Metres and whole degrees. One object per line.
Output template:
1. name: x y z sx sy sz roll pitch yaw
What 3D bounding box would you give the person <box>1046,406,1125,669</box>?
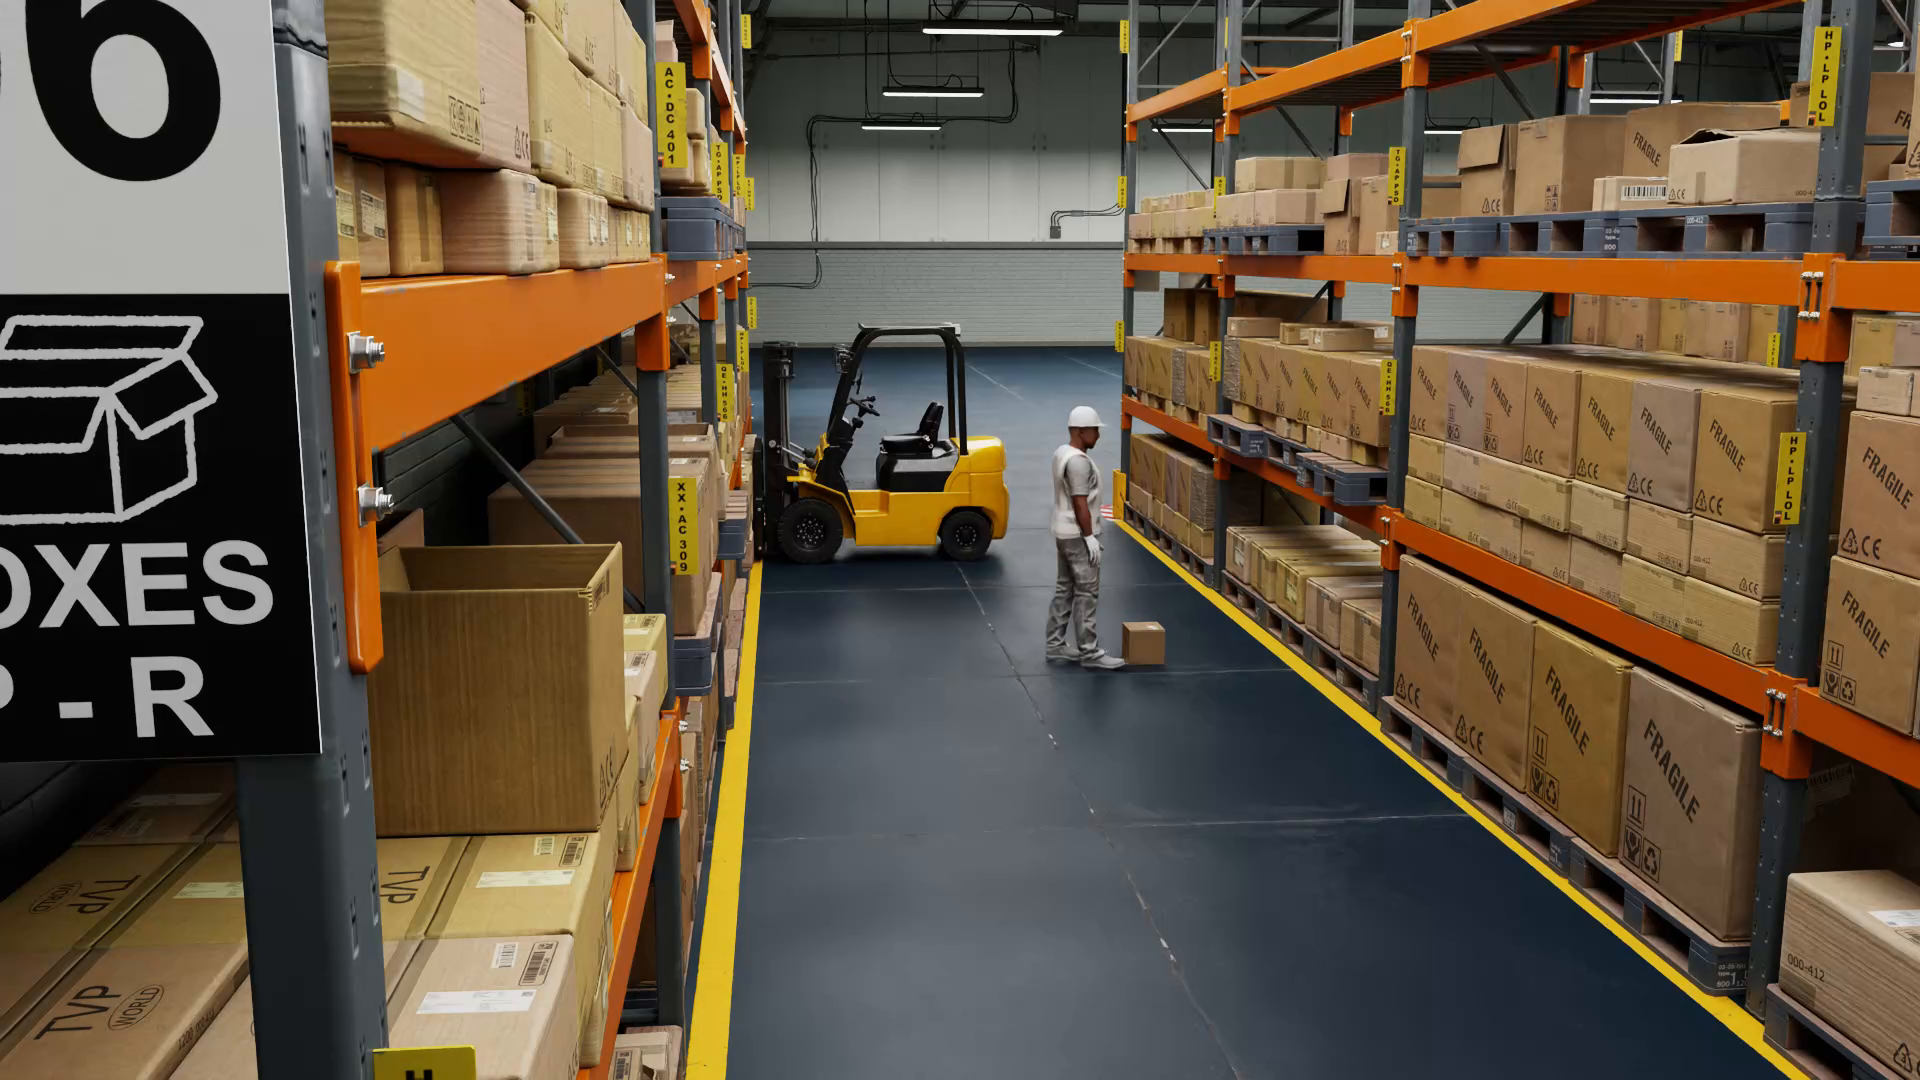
1. person: 0.865 -0.027 11.447 0.514 1.785 0.568 -1 10 -6
